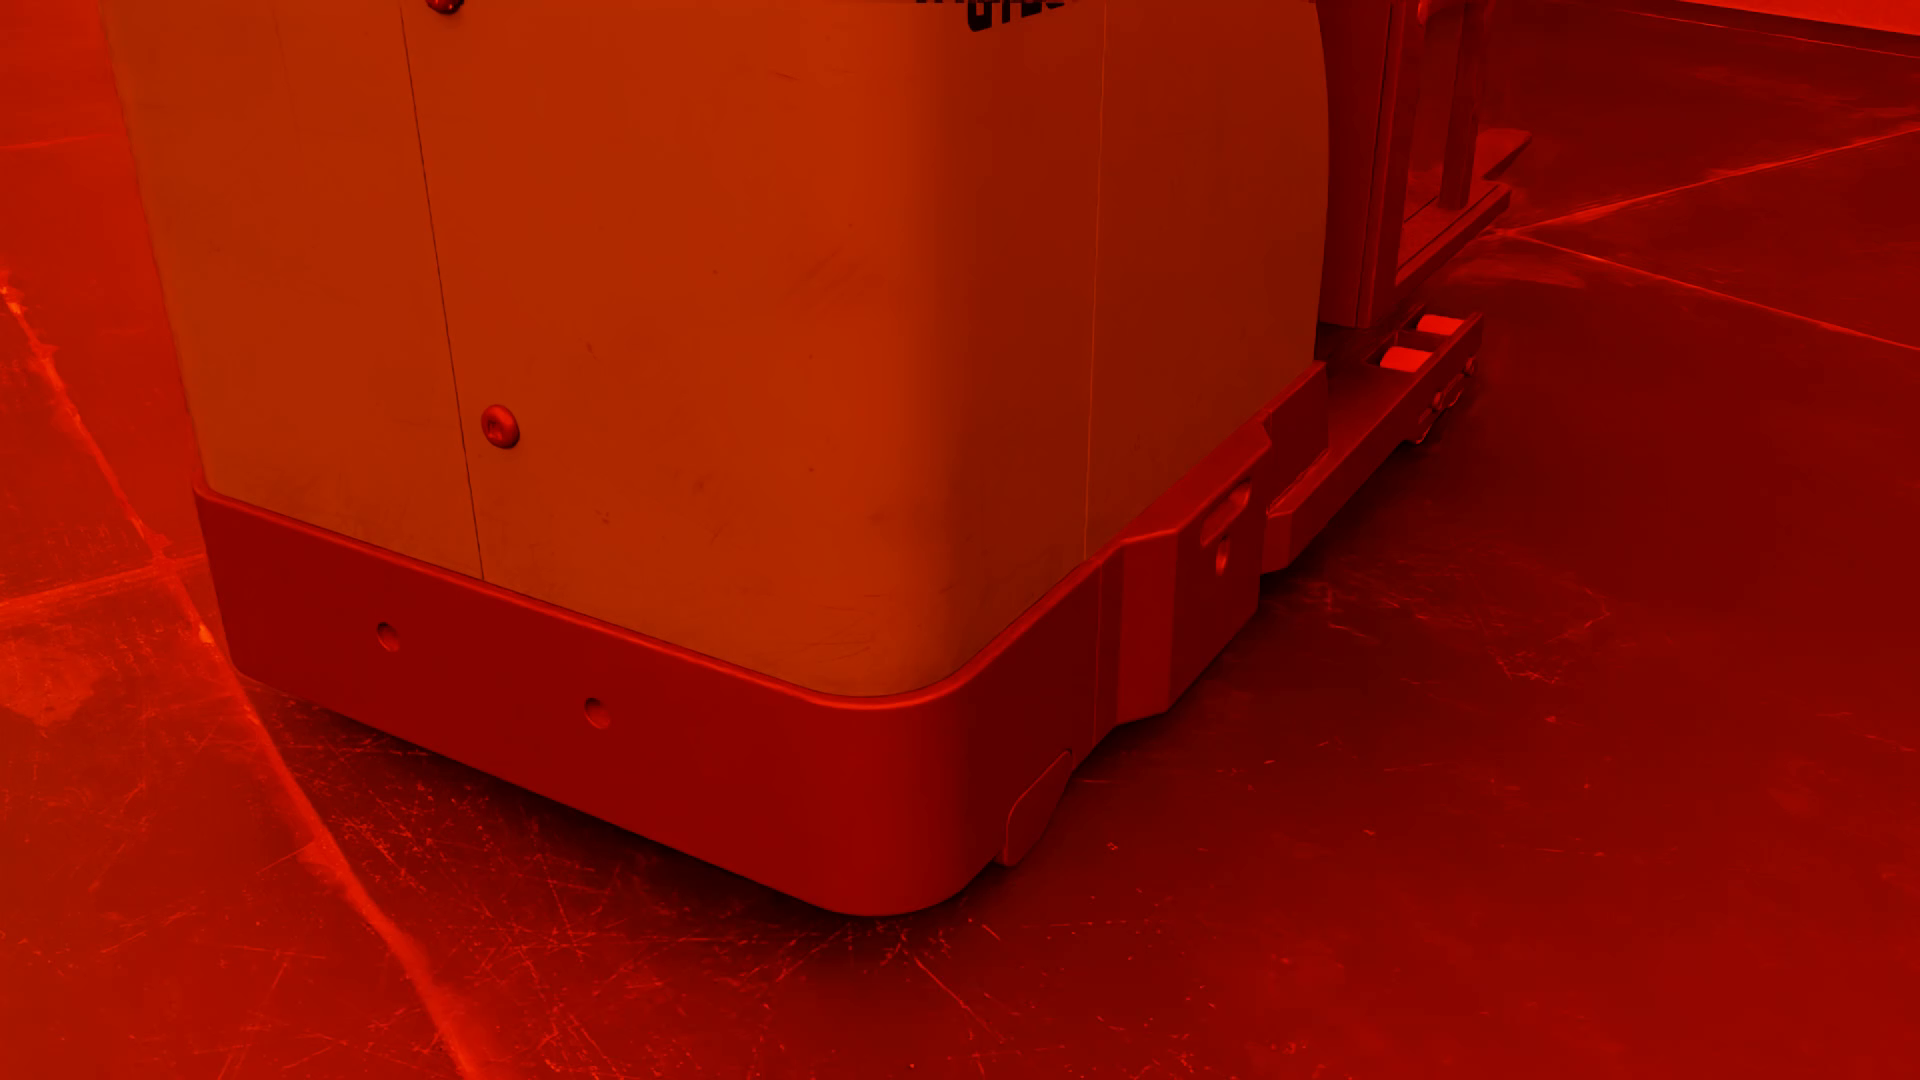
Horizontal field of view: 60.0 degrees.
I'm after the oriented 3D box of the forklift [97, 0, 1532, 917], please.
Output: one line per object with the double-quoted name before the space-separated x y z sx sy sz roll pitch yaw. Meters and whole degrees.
"forklift" 0.278 -1.566 2.353 1.130 2.935 3.031 15 30 27
